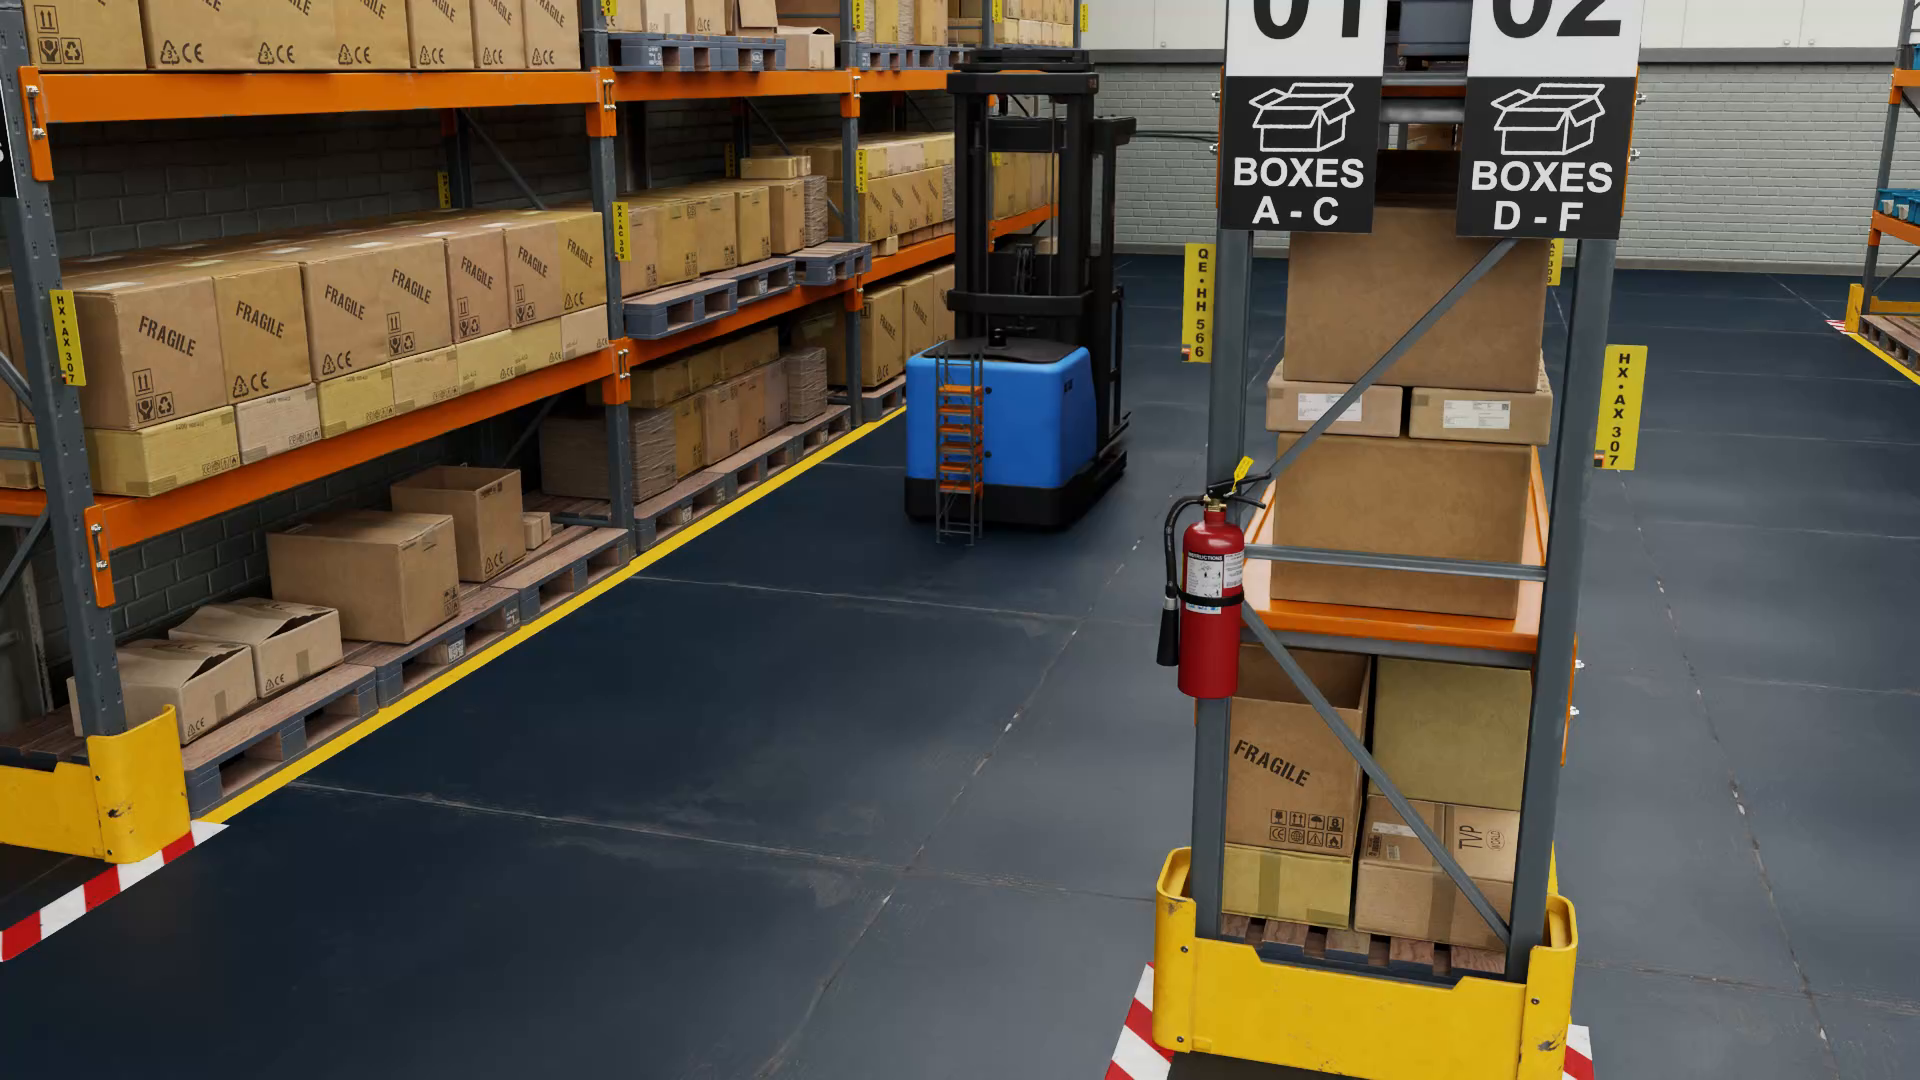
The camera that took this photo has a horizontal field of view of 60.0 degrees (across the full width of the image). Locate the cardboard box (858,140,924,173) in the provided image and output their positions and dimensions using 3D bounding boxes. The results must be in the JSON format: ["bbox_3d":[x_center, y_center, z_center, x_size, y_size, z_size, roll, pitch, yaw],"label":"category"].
[{"bbox_3d":[-0.631,-3.341,14.472,0.500,0.250,0.500,5,17,16],"label":"cardboard box"}]

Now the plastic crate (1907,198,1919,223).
[{"bbox_3d":[9.715,-3.298,16.658,0.416,0.233,0.300,5,16,16],"label":"plastic crate"}]

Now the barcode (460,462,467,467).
[{"bbox_3d":[-2.817,-0.403,9.441,0.001,0.075,0.075,5,16,16],"label":"barcode"}]

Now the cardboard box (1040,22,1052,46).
[{"bbox_3d":[0.733,-5.638,18.535,0.500,0.250,0.500,4,16,14],"label":"cardboard box"}]

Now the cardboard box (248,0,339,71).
[{"bbox_3d":[-2.905,-2.159,6.726,0.500,0.500,0.500,5,17,18],"label":"cardboard box"}]

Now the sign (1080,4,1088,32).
[{"bbox_3d":[1.493,-6.287,20.024,0.100,0.325,0.005,5,16,16],"label":"sign"}]

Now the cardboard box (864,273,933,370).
[{"bbox_3d":[-0.707,-1.988,15.010,0.750,0.750,0.750,5,16,16],"label":"cardboard box"}]

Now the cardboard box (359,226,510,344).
[{"bbox_3d":[-2.562,-1.251,8.107,0.500,0.500,0.500,4,16,14],"label":"cardboard box"}]

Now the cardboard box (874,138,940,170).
[{"bbox_3d":[-0.492,-3.475,14.945,0.500,0.250,0.500,4,16,15],"label":"cardboard box"}]

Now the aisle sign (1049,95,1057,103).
[{"bbox_3d":[1.284,-5.748,20.334,0.394,0.787,0.004,5,16,16],"label":"aisle sign"}]

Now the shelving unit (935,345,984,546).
[{"bbox_3d":[-0.004,-0.573,10.152,0.258,1.200,0.189,5,16,16],"label":"shelving unit"}]

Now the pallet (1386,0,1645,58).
[{"bbox_3d":[1.406,-1.516,4.843,1.003,0.211,1.213,5,16,16],"label":"pallet"}]

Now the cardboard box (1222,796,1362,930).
[{"bbox_3d":[1.049,1.025,5.489,0.500,0.250,0.500,5,16,16],"label":"cardboard box"}]

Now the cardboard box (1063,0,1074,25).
[{"bbox_3d":[1.030,-6.271,19.393,0.500,0.500,0.500,5,16,16],"label":"cardboard box"}]

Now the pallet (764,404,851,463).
[{"bbox_3d":[-1.521,-0.863,12.985,1.003,0.211,1.213,5,16,16],"label":"pallet"}]

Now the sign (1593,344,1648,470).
[{"bbox_3d":[1.710,-0.343,4.309,0.100,0.325,0.005,5,16,16],"label":"sign"}]

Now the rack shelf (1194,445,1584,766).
[{"bbox_3d":[1.748,-0.110,6.538,1.077,0.370,4.000,5,16,16],"label":"rack shelf"}]

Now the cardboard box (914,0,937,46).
[{"bbox_3d":[-0.612,-4.786,15.219,0.700,0.500,0.500,4,16,15],"label":"cardboard box"}]

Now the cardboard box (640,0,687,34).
[{"bbox_3d":[-2.027,-3.263,10.232,0.500,0.311,0.500,5,17,18],"label":"cardboard box"}]

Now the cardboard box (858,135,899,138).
[{"bbox_3d":[-0.821,-3.648,15.554,0.500,0.250,0.500,4,16,14],"label":"cardboard box"}]

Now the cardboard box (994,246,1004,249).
[{"bbox_3d":[0.286,-3.273,18.993,0.380,0.149,0.250,4,16,15],"label":"cardboard box"}]

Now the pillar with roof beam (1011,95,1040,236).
[{"bbox_3d":[5.042,-7.828,21.436,9.100,9.000,0.400,5,16,16],"label":"pillar with roof beam"}]

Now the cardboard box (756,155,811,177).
[{"bbox_3d":[-1.366,-2.888,12.837,0.380,0.149,0.250,2,16,9],"label":"cardboard box"}]

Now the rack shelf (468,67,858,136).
[{"bbox_3d":[-1.866,-2.983,11.169,1.077,0.370,4.000,5,16,16],"label":"rack shelf"}]

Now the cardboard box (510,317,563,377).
[{"bbox_3d":[-2.427,-1.023,8.676,0.500,0.250,0.500,5,17,16],"label":"cardboard box"}]

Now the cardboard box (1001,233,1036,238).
[{"bbox_3d":[0.717,-3.671,20.397,0.380,0.149,0.250,5,17,16],"label":"cardboard box"}]

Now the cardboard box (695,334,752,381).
[{"bbox_3d":[-1.815,-1.307,11.841,0.500,0.250,0.500,5,16,16],"label":"cardboard box"}]

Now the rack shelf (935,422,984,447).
[{"bbox_3d":[-0.004,-0.646,10.132,0.258,0.103,0.180,5,16,16],"label":"rack shelf"}]

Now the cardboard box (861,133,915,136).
[{"bbox_3d":[-0.683,-3.779,16.018,0.500,0.250,0.500,5,17,17],"label":"cardboard box"}]

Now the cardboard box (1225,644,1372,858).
[{"bbox_3d":[1.047,0.664,5.387,0.500,0.500,0.500,5,16,16],"label":"cardboard box"}]

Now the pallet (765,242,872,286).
[{"bbox_3d":[-1.398,-2.122,12.665,1.213,0.211,1.003,5,16,16],"label":"pallet"}]

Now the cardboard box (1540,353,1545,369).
[{"bbox_3d":[1.642,-0.513,5.270,0.380,0.149,0.250,5,16,16],"label":"cardboard box"}]

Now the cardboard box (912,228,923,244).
[{"bbox_3d":[-0.556,-2.768,15.015,0.380,0.149,0.250,5,17,16],"label":"cardboard box"}]

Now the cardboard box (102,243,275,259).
[{"bbox_3d":[-3.345,-1.020,7.294,0.500,0.500,0.500,4,16,14],"label":"cardboard box"}]

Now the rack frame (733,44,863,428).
[{"bbox_3d":[-1.297,-2.409,13.325,1.000,3.000,0.127,5,16,16],"label":"rack frame"}]

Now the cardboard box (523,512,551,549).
[{"bbox_3d":[-2.557,-0.069,9.461,0.380,0.166,0.250,2,16,9],"label":"cardboard box"}]

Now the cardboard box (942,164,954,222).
[{"bbox_3d":[-0.336,-3.251,15.529,0.500,0.500,0.500,5,16,16],"label":"cardboard box"}]

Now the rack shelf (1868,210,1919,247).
[{"bbox_3d":[9.906,-2.864,16.249,1.077,0.370,4.000,5,16,16],"label":"rack shelf"}]

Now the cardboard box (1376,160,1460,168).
[{"bbox_3d":[1.911,-1.272,6.755,0.700,0.500,0.500,5,16,16],"label":"cardboard box"}]

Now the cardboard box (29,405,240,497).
[{"bbox_3d":[-3.128,-0.356,6.327,0.500,0.250,0.500,4,16,14],"label":"cardboard box"}]

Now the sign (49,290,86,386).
[{"bbox_3d":[-3.050,-0.690,5.680,0.100,0.325,0.005,5,16,16],"label":"sign"}]

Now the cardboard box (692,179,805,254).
[{"bbox_3d":[-1.554,-2.397,12.292,0.700,0.500,0.500,3,16,11],"label":"cardboard box"}]

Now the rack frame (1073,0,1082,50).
[{"bbox_3d":[0.976,-7.388,19.886,1.000,3.000,0.127,5,16,16],"label":"rack frame"}]

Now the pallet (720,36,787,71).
[{"bbox_3d":[-1.865,-3.140,10.750,1.213,0.211,1.003,5,16,16],"label":"pallet"}]

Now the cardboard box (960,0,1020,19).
[{"bbox_3d":[0.311,-5.602,17.034,0.500,0.500,0.500,4,16,15],"label":"cardboard box"}]

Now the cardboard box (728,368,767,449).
[{"bbox_3d":[-1.824,-0.968,12.019,0.700,0.500,0.500,5,16,16],"label":"cardboard box"}]

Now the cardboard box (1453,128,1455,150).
[{"bbox_3d":[5.060,-4.284,17.922,0.500,0.500,0.500,5,17,17],"label":"cardboard box"}]

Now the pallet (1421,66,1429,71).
[{"bbox_3d":[3.346,-3.193,10.940,1.213,0.211,1.003,5,17,18],"label":"pallet"}]

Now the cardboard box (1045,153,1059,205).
[{"bbox_3d":[0.645,-4.321,19.516,0.980,0.700,0.700,4,16,15],"label":"cardboard box"}]

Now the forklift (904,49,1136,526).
[{"bbox_3d":[0.572,-1.860,11.516,1.130,2.935,3.031,5,17,17],"label":"forklift"}]

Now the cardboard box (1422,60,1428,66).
[{"bbox_3d":[3.545,-3.634,11.963,0.910,0.500,0.500,5,16,16],"label":"cardboard box"}]

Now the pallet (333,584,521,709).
[{"bbox_3d":[-2.936,0.478,8.258,1.003,0.211,1.213,5,16,16],"label":"pallet"}]
